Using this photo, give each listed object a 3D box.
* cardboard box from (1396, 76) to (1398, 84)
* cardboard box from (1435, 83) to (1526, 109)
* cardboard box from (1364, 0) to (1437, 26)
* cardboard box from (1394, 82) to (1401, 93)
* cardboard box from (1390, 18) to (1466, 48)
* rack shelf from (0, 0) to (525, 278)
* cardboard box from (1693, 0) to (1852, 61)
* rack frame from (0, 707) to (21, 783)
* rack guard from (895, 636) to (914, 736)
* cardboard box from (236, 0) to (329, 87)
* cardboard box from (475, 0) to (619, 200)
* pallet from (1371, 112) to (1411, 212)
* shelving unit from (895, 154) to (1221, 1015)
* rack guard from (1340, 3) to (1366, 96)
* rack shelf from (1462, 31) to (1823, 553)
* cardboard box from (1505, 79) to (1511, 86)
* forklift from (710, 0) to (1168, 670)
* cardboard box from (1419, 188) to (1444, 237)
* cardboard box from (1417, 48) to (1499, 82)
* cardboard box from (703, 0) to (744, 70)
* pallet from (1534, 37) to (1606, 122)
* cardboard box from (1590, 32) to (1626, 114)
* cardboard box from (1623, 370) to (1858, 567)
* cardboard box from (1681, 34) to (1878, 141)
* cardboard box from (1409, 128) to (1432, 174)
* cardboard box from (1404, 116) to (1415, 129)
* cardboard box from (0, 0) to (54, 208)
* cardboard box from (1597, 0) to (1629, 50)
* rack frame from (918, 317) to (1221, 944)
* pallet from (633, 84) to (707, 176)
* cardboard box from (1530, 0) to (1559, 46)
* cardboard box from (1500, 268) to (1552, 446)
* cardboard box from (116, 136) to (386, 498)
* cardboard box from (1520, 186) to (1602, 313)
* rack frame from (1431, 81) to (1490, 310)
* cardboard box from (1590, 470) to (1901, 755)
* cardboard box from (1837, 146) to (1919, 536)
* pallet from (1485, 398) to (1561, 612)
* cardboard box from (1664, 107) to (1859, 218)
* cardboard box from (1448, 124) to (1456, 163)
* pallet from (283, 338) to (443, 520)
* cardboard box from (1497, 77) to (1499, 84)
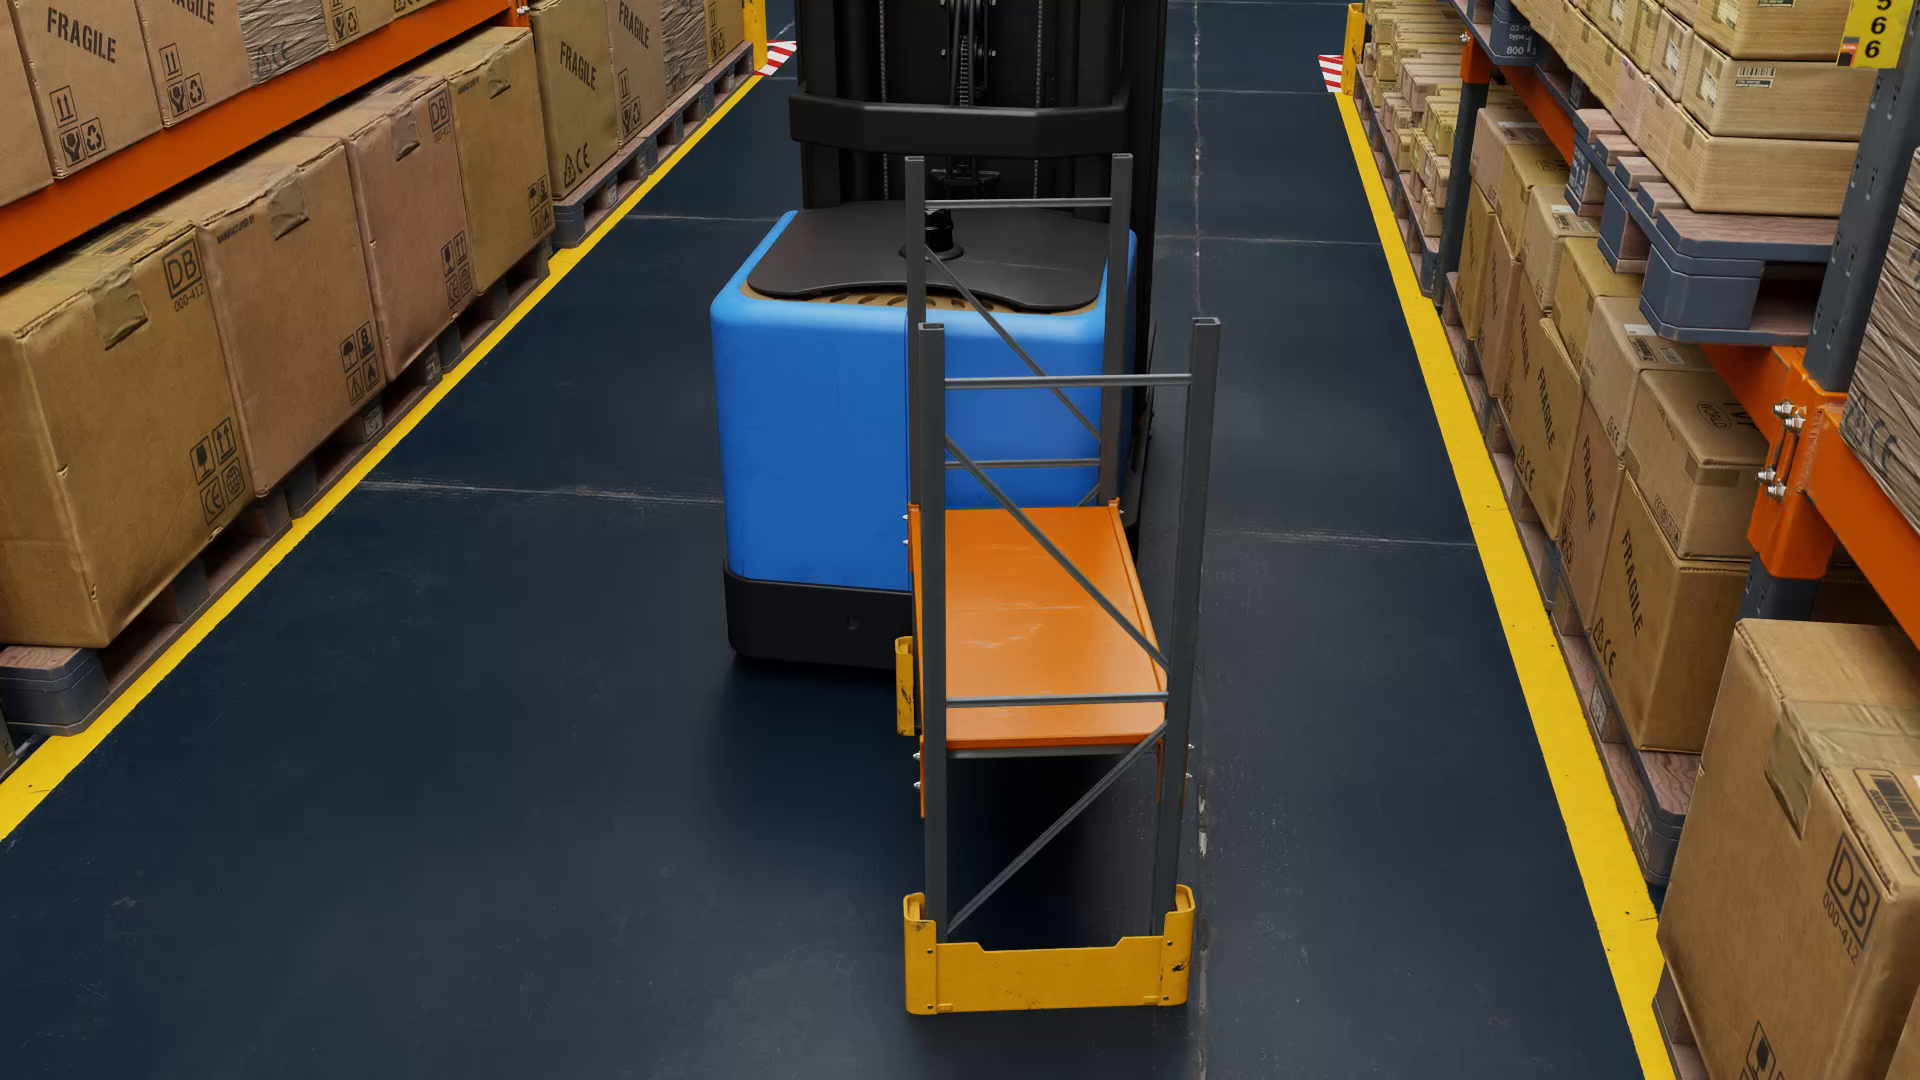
[{"bbox_3d":[2.586,-2.523,9.020,0.380,0.149,0.250,2,28,4],"label":"cardboard box"},{"bbox_3d":[2.434,-2.034,7.799,0.380,0.149,0.250,4,29,8],"label":"cardboard box"},{"bbox_3d":[2.613,-3.150,9.869,0.380,0.149,0.250,2,28,4],"label":"cardboard box"},{"bbox_3d":[2.581,-2.402,9.109,0.380,0.149,0.250,3,29,6],"label":"cardboard box"},{"bbox_3d":[2.592,-2.780,9.184,0.380,0.149,0.250,2,28,4],"label":"cardboard box"},{"bbox_3d":[-2.631,-1.380,5.407,1.077,0.370,4.000,3,28,6],"label":"rack shelf"},{"bbox_3d":[1.639,-1.013,3.162,0.380,0.149,0.250,2,28,4],"label":"cardboard box"},{"bbox_3d":[-2.876,-0.755,3.489,1.000,3.000,0.127,3,28,6],"label":"rack frame"},{"bbox_3d":[0.129,0.371,4.298,0.587,0.250,0.087,-1,28,-3],"label":"rack guard"},{"bbox_3d":[-2.363,-1.731,5.196,0.500,0.500,0.500,3,29,6],"label":"cardboard box"},{"bbox_3d":[-2.226,-2.193,7.956,0.875,0.875,0.875,3,28,6],"label":"cardboard box"},{"bbox_3d":[2.718,-1.968,8.681,1.003,0.211,1.213,3,28,6],"label":"pallet"},{"bbox_3d":[0.155,0.057,3.563,0.587,1.500,1.083,-1,28,-3],"label":"shelving unit"},{"bbox_3d":[3.005,-3.049,10.382,1.175,0.500,0.348,3,28,6],"label":"rack guard"},{"bbox_3d":[2.279,-1.044,4.783,1.077,0.370,4.000,3,28,6],"label":"rack shelf"},{"bbox_3d":[2.920,-2.264,8.226,0.380,0.149,0.250,2,28,4],"label":"cardboard box"},{"bbox_3d":[0.096,-1.586,5.103,1.130,2.935,3.031,4,29,8],"label":"forklift"},{"bbox_3d":[2.234,-1.436,7.316,0.380,0.149,0.250,4,29,7],"label":"cardboard box"},{"bbox_3d":[2.535,-2.405,8.487,0.380,0.149,0.250,3,29,6],"label":"cardboard box"},{"bbox_3d":[-1.895,-3.464,10.315,0.875,0.875,0.875,3,28,6],"label":"cardboard box"},{"bbox_3d":[2.236,-1.269,4.645,1.003,0.211,1.213,3,28,6],"label":"pallet"},{"bbox_3d":[1.736,-1.107,3.965,0.380,0.149,0.250,3,28,6],"label":"cardboard box"},{"bbox_3d":[1.858,-0.171,3.806,0.500,0.250,0.500,3,28,5],"label":"cardboard box"},{"bbox_3d":[1.643,-0.883,3.235,0.380,0.149,0.250,4,29,7],"label":"cardboard box"},{"bbox_3d":[2.283,-1.785,7.649,0.380,0.149,0.250,2,28,4],"label":"cardboard box"},{"bbox_3d":[2.459,-2.042,8.441,0.380,0.149,0.250,4,29,7],"label":"cardboard box"},{"bbox_3d":[-2.547,-1.012,3.860,0.500,0.500,0.500,4,29,8],"label":"cardboard box"},{"bbox_3d":[1.734,-1.251,3.918,0.380,0.149,0.250,3,29,6],"label":"cardboard box"},{"bbox_3d":[0.181,0.302,3.108,0.500,1.500,0.032,-1,28,-3],"label":"rack frame"},{"bbox_3d":[-2.068,-2.339,9.370,1.003,0.211,1.213,3,28,6],"label":"pallet"},{"bbox_3d":[1.831,-1.484,4.664,0.380,0.149,0.250,2,28,4],"label":"cardboard box"},{"bbox_3d":[2.056,-0.557,5.315,0.500,0.500,0.500,4,29,7],"label":"cardboard box"},{"bbox_3d":[-2.654,-0.747,5.272,1.225,0.875,0.875,3,29,6],"label":"cardboard box"},{"bbox_3d":[2.042,-0.893,5.148,0.500,0.250,0.500,4,29,8],"label":"cardboard box"},{"bbox_3d":[2.524,-2.302,6.360,1.000,3.000,0.127,3,28,6],"label":"rack frame"},{"bbox_3d":[1.855,0.172,3.962,0.500,0.500,0.500,3,28,6],"label":"cardboard box"},{"bbox_3d":[1.711,-0.267,2.478,0.500,0.500,0.500,4,29,7],"label":"cardboard box"},{"bbox_3d":[2.283,-0.132,5.272,1.003,0.211,1.213,3,28,6],"label":"pallet"},{"bbox_3d":[1.638,-0.752,3.306,0.380,0.149,0.250,4,29,7],"label":"cardboard box"},{"bbox_3d":[2.309,-1.676,7.135,0.380,0.149,0.250,4,29,8],"label":"cardboard box"},{"bbox_3d":[-2.553,-0.467,5.894,1.003,0.211,1.213,3,28,6],"label":"pallet"},{"bbox_3d":[3.036,-2.615,9.191,0.380,0.149,0.250,3,28,6],"label":"cardboard box"}]
